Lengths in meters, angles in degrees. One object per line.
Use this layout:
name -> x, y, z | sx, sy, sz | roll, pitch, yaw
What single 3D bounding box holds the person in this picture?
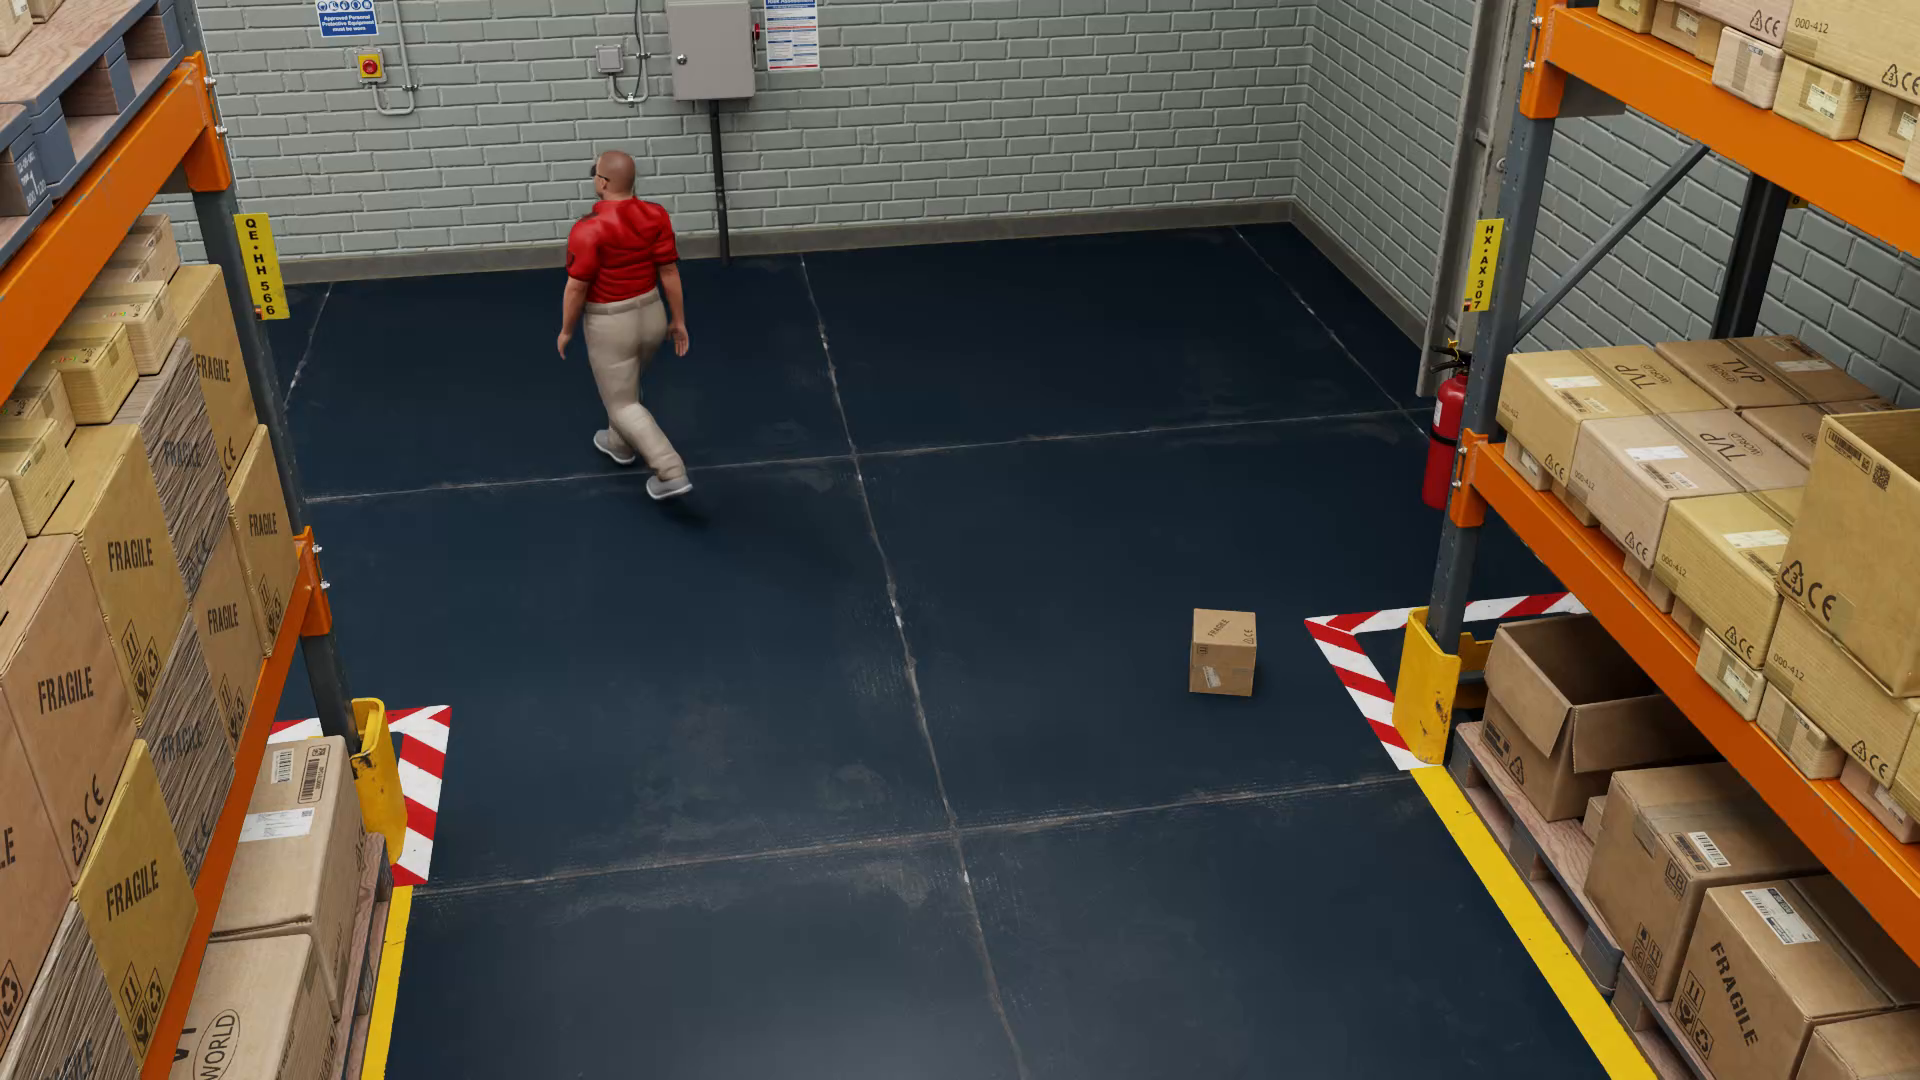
person -> -1.602, -1.020, 7.874 | 0.996, 1.679, 0.553 | 26, 39, 36
